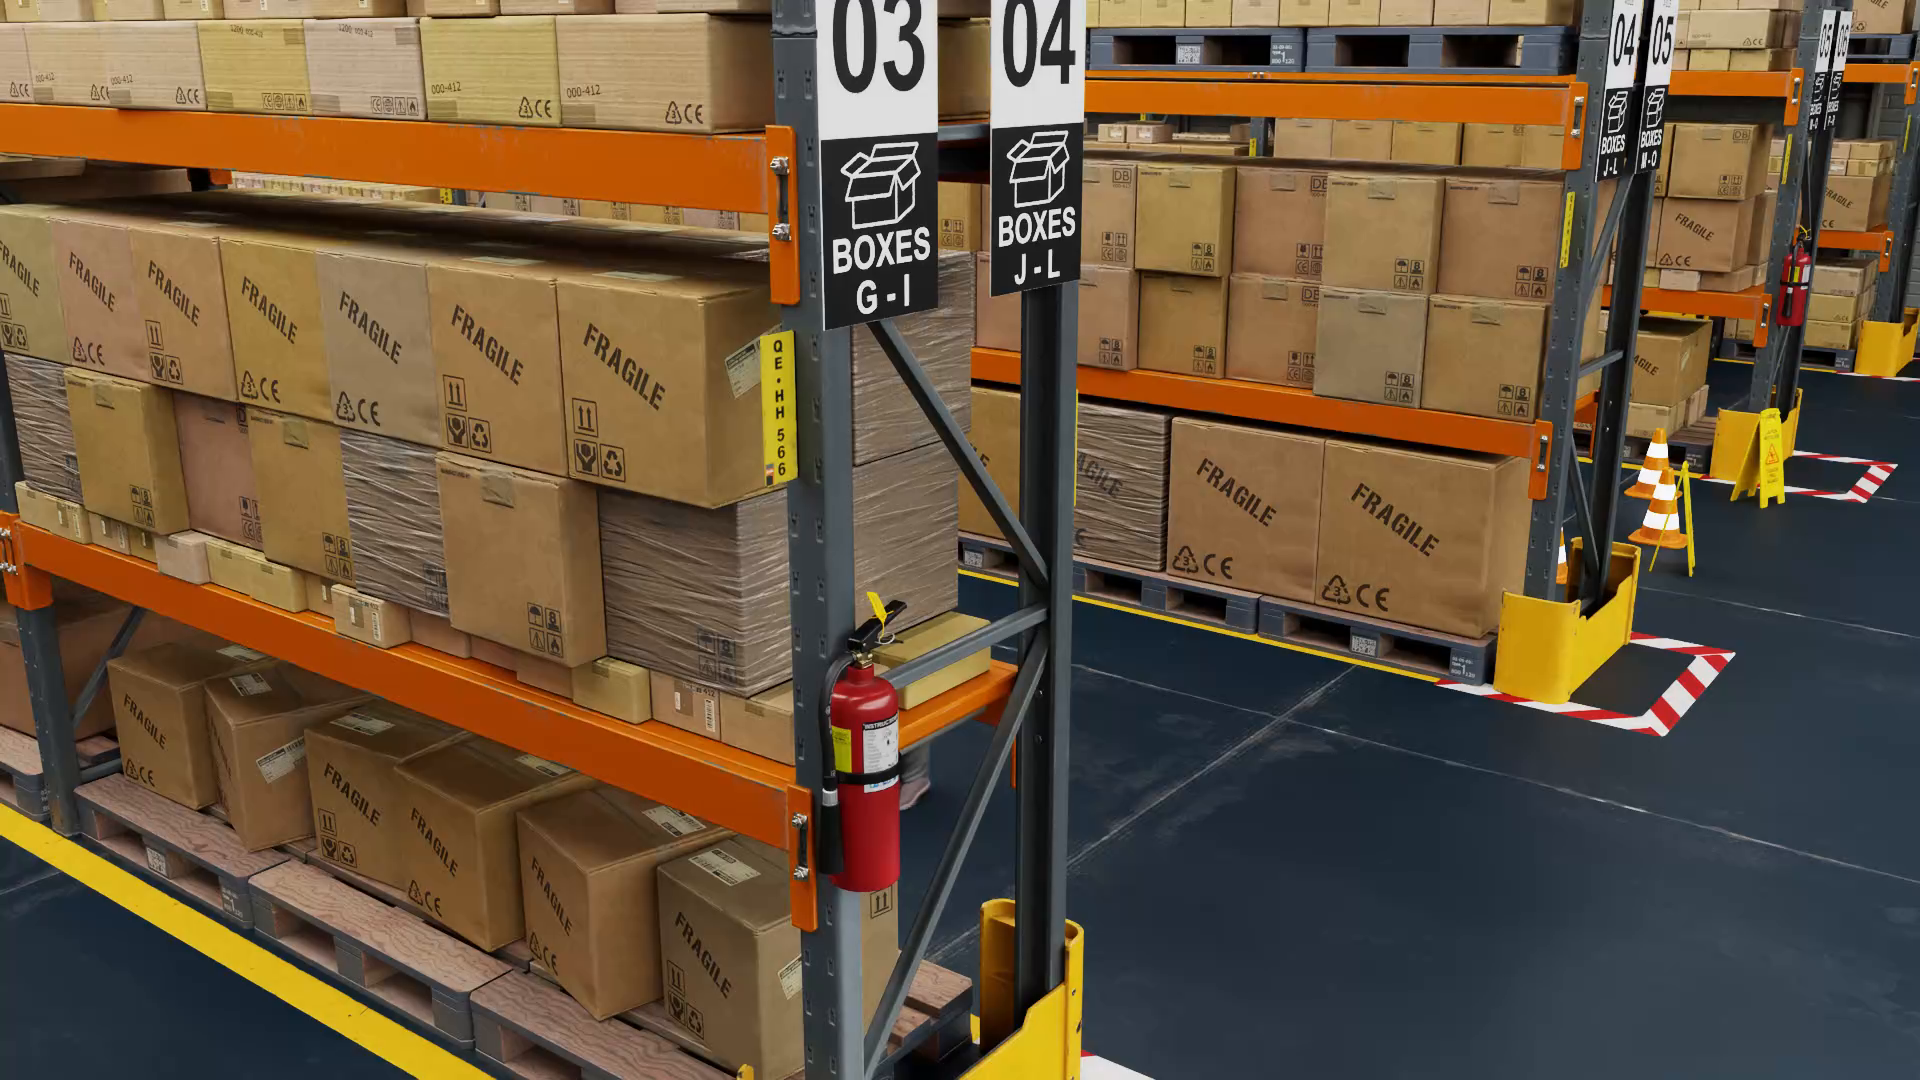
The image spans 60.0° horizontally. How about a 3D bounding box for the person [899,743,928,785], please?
[{"bbox_3d":[-0.300,0.231,6.673,0.440,1.571,0.292,13,21,36],"label":"person"}]
